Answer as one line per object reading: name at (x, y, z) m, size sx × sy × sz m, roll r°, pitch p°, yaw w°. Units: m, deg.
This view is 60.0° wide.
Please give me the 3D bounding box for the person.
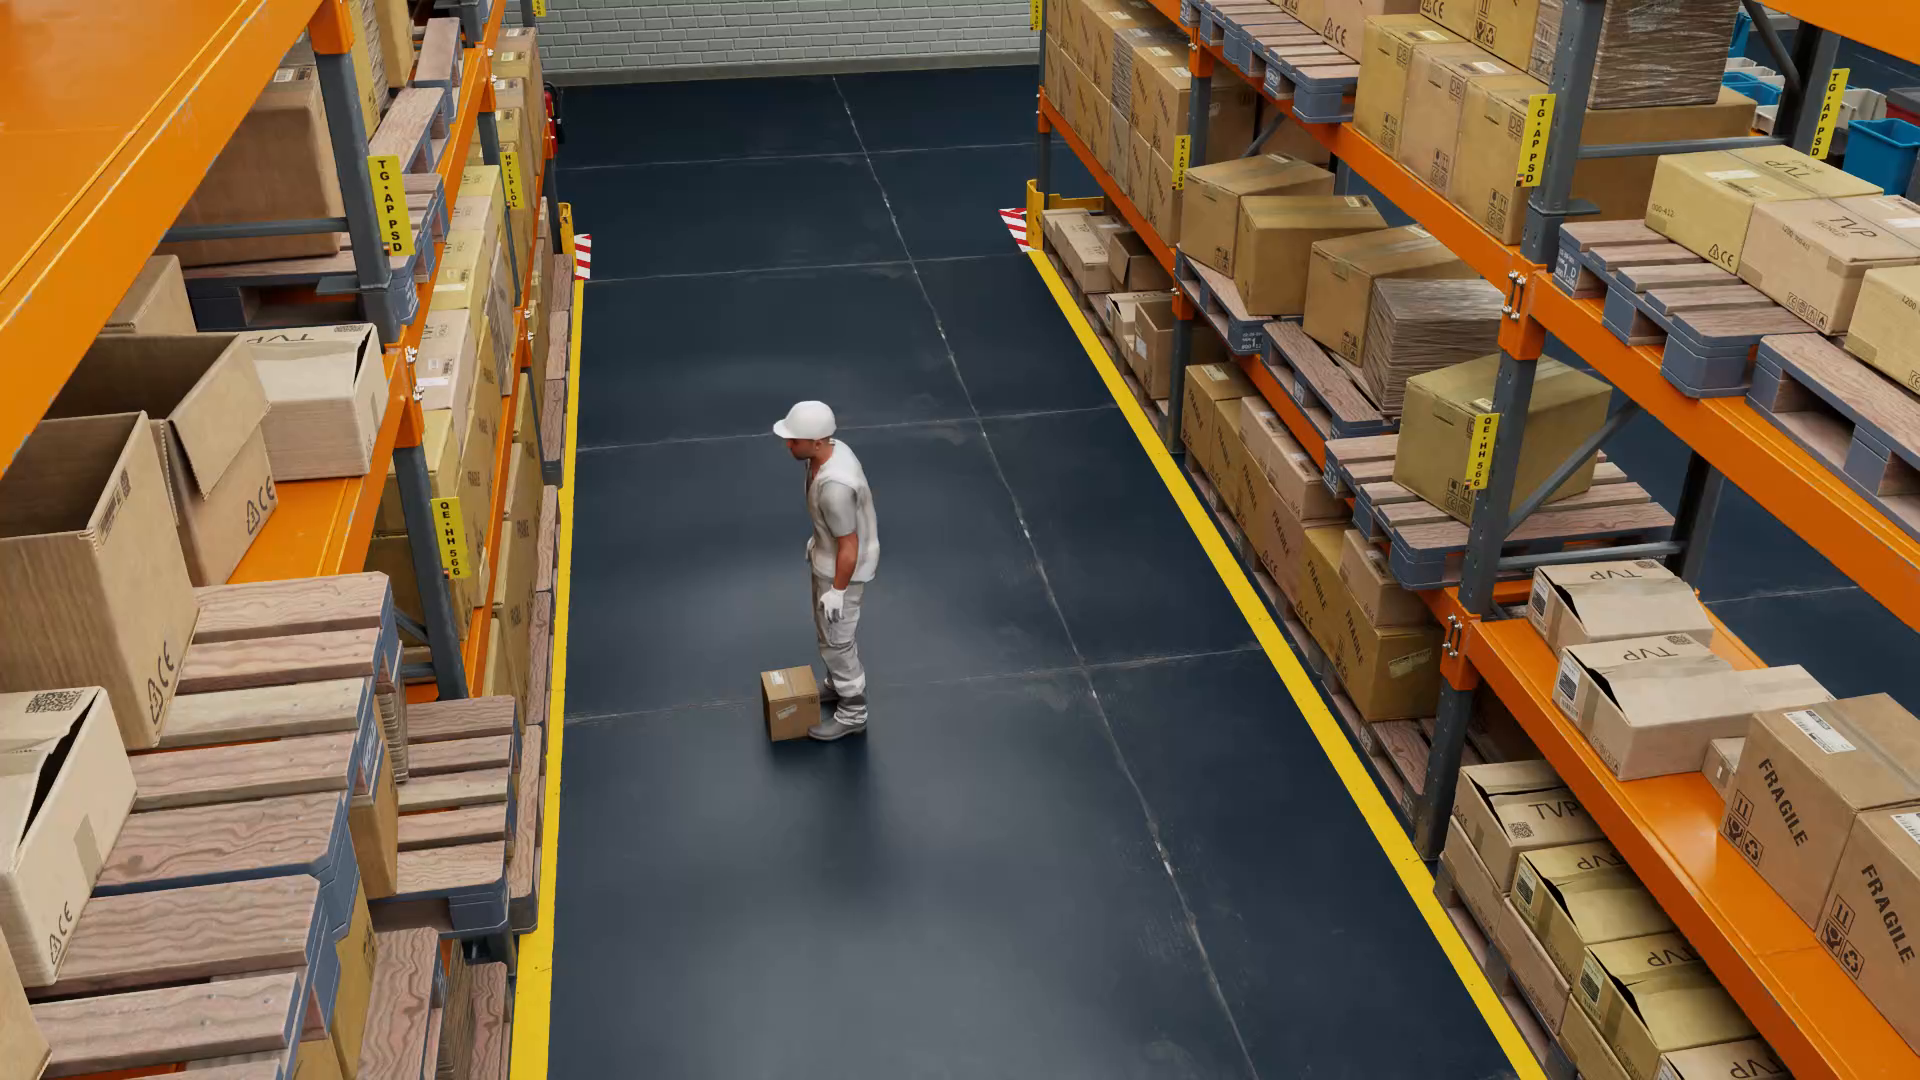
person at (-0.618, 0.133, 7.898) m, size 0.456 × 1.778 × 0.614 m, roll -6°, pitch 31°, yaw -9°
